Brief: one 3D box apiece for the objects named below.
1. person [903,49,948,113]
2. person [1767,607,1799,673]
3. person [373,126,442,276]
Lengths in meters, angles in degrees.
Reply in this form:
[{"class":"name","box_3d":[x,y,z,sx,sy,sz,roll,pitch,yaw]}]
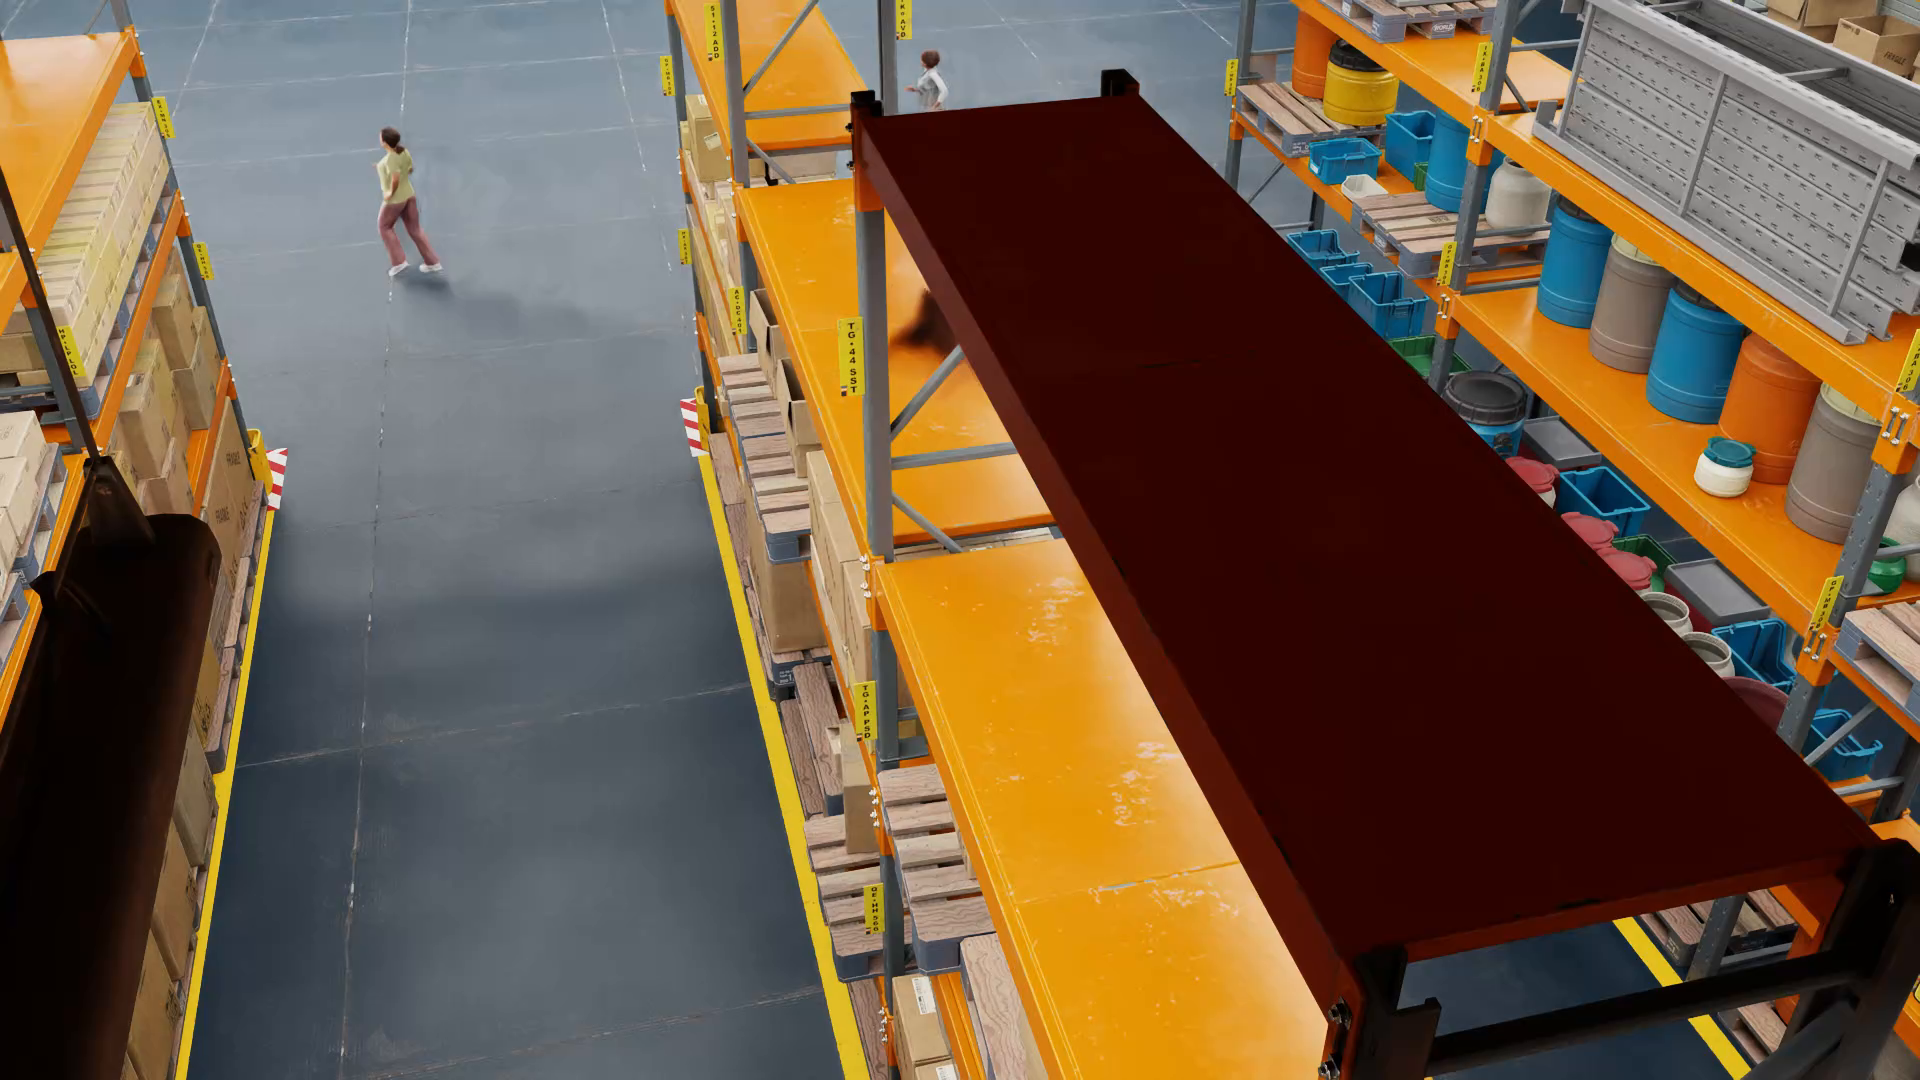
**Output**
[{"class":"person","box_3d":[-0.317,-5.141,20.180,0.748,1.645,0.522,4,35,6]},{"class":"person","box_3d":[5.851,0.489,11.914,0.526,1.753,0.810,-9,35,-13]},{"class":"person","box_3d":[-5.994,-3.609,17.879,0.694,1.723,0.560,15,37,21]}]
